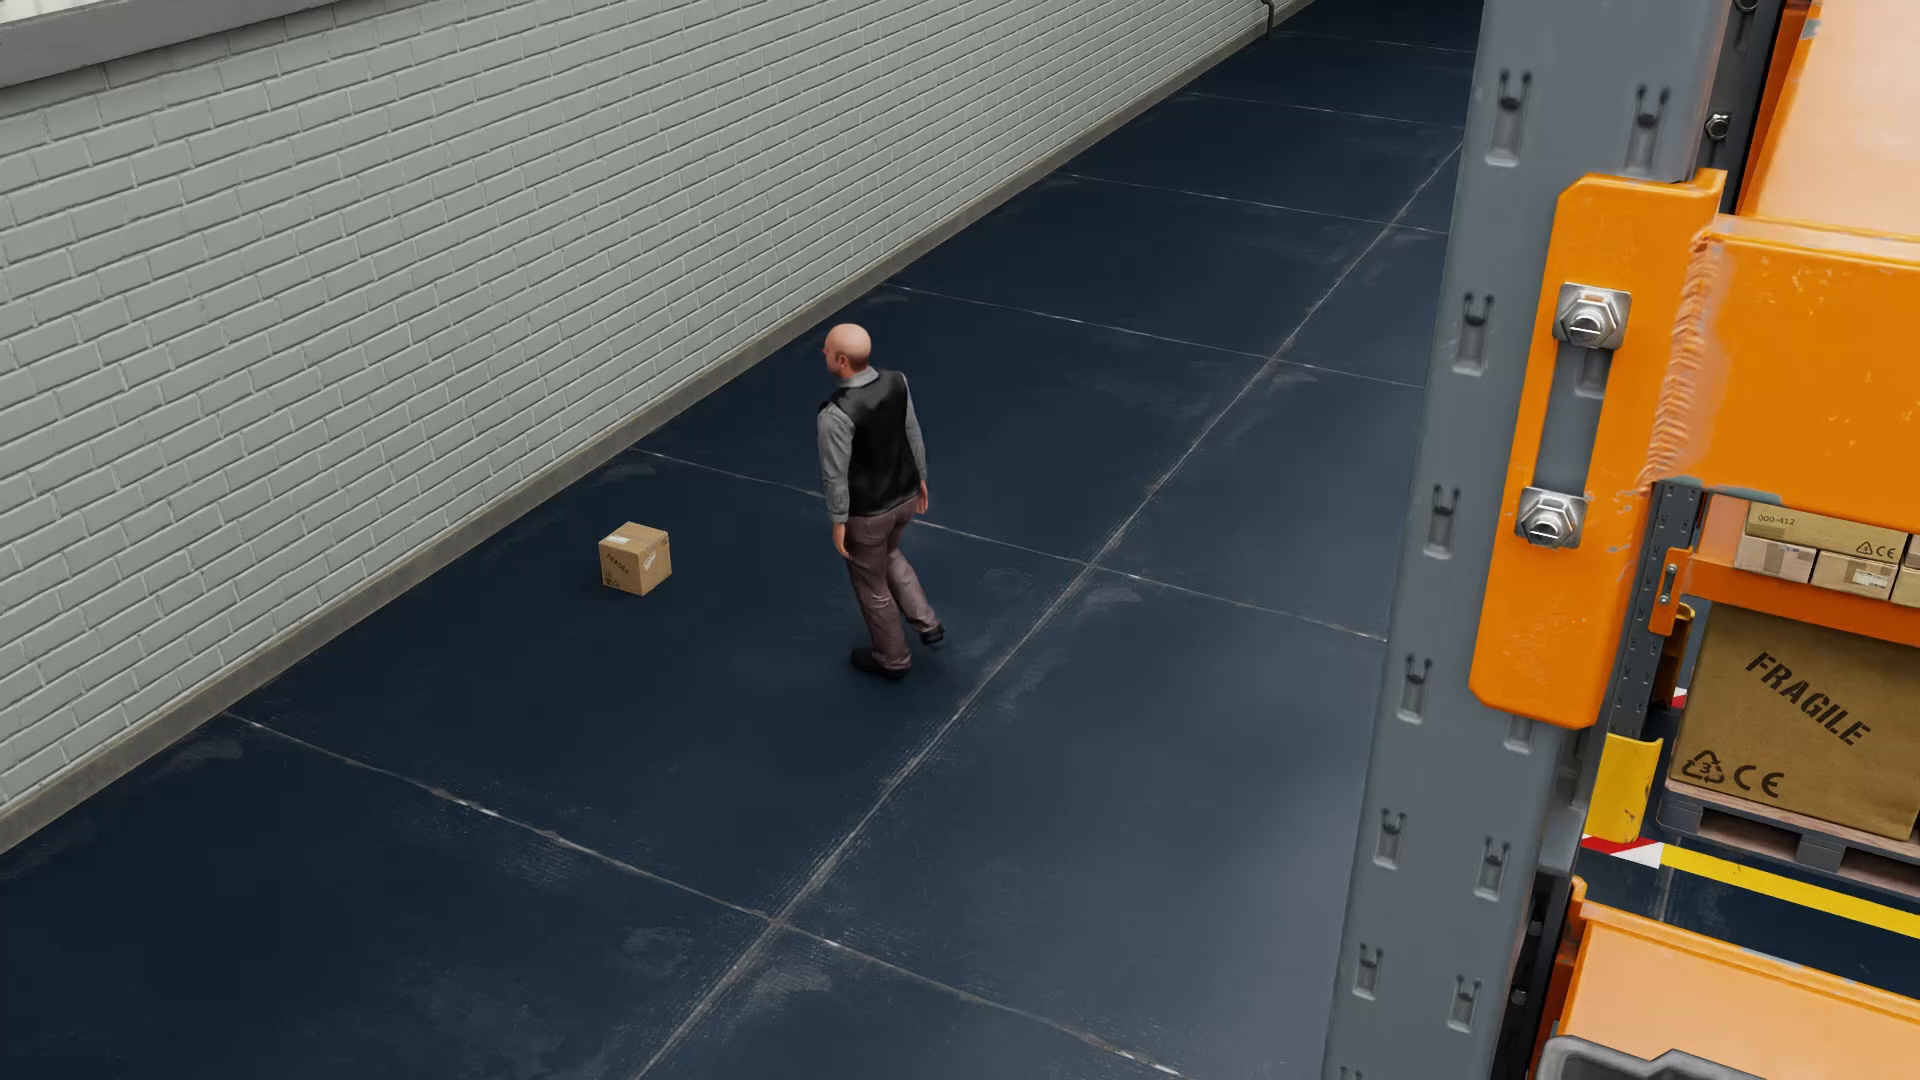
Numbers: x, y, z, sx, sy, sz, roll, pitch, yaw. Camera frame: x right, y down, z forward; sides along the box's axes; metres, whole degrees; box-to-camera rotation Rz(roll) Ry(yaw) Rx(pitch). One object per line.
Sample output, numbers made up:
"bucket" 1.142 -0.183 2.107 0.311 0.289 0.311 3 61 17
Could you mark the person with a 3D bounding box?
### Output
"person" -0.353 -0.142 7.384 0.490 1.714 0.583 22 36 33
